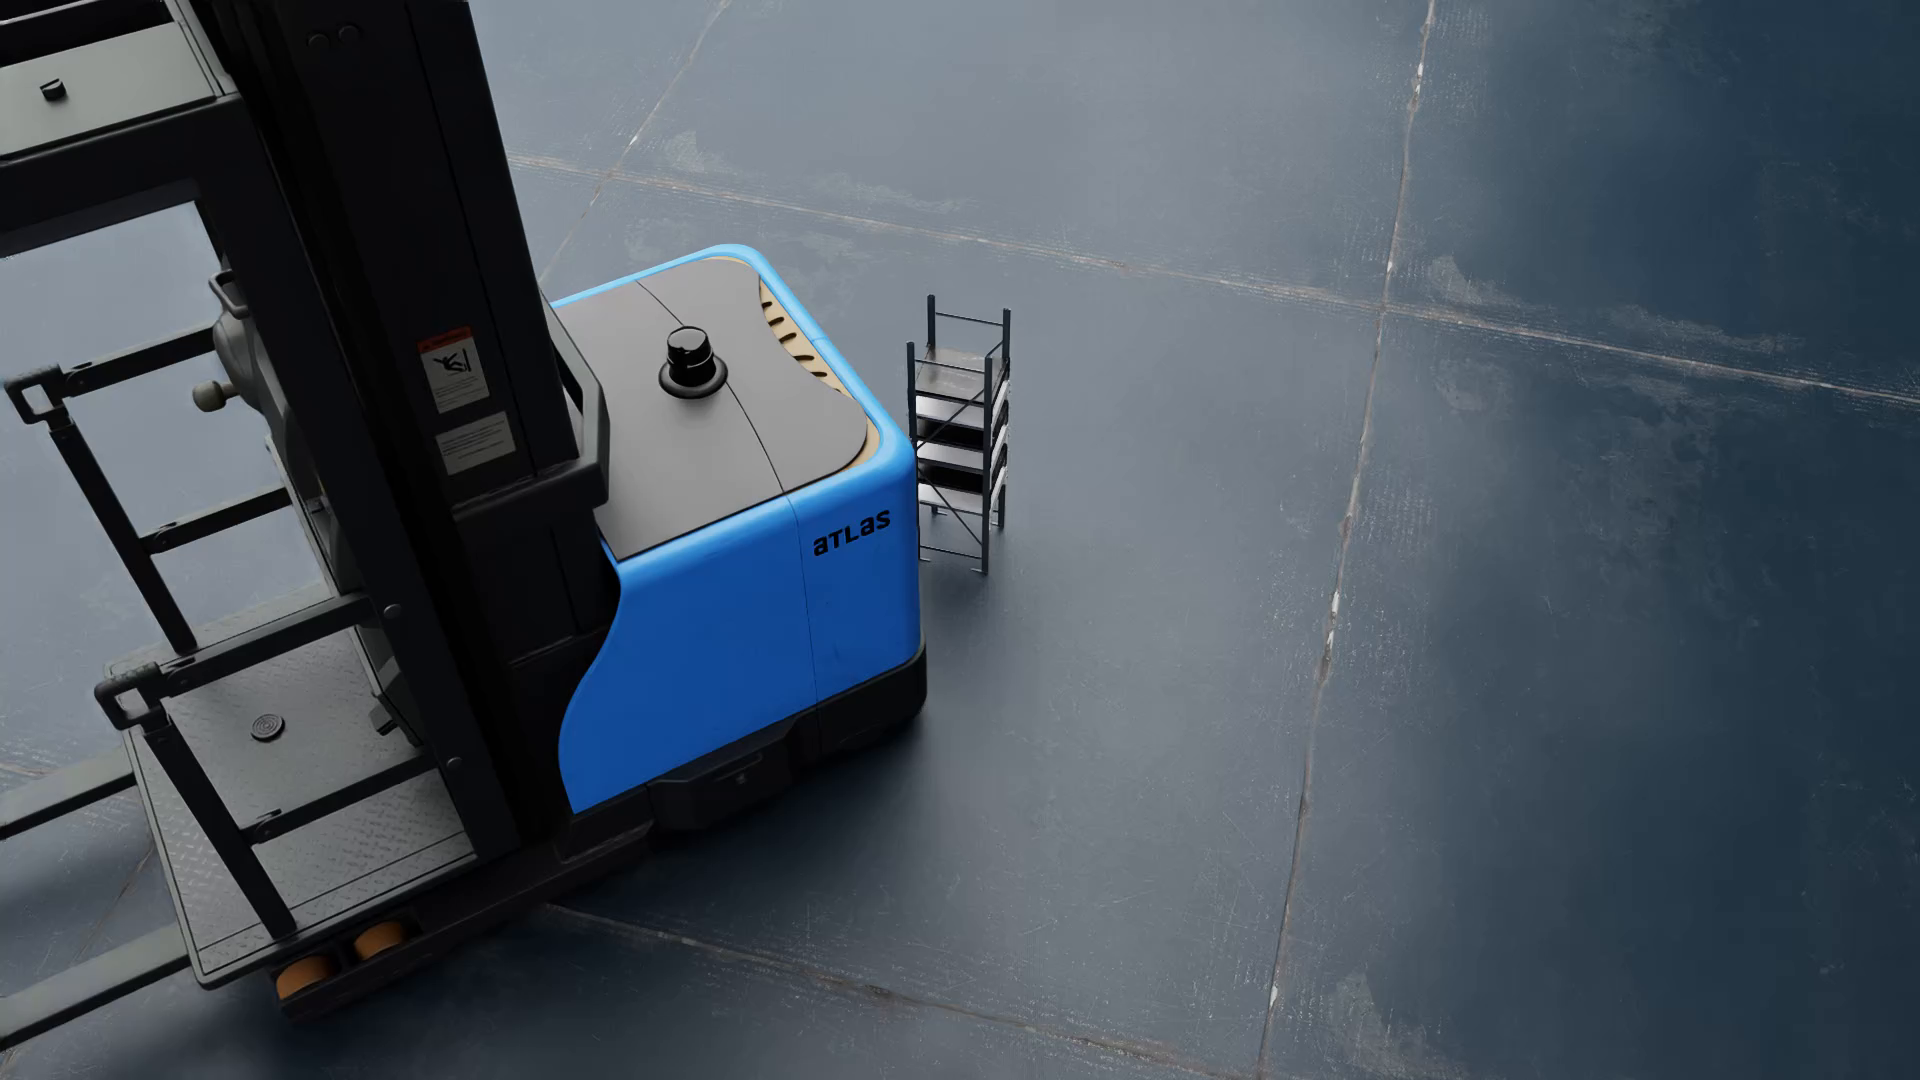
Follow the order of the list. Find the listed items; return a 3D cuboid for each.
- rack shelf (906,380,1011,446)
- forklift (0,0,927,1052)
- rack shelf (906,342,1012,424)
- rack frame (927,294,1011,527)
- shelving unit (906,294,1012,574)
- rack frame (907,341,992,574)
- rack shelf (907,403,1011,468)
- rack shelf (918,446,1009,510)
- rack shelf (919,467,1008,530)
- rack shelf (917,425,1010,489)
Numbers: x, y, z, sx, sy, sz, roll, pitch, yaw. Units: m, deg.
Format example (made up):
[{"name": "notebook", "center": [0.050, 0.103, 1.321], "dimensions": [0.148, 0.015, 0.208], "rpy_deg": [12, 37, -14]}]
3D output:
[{"name": "rack shelf", "center": [-0.002, -0.389, 4.797], "dimensions": [0.258, 0.077, 0.200], "rpy_deg": [12, 50, 10]}, {"name": "forklift", "center": [-1.628, -0.227, 3.495], "dimensions": [3.031, 2.935, 1.130], "rpy_deg": [-24, 53, -19]}, {"name": "rack shelf", "center": [-0.002, -0.449, 4.730], "dimensions": [0.258, 0.077, 0.200], "rpy_deg": [12, 50, 10]}, {"name": "rack frame", "center": [0.025, -0.365, 4.972], "dimensions": [0.240, 0.900, 0.006], "rpy_deg": [12, 50, 10]}, {"name": "shelving unit", "center": [-0.002, -0.292, 4.907], "dimensions": [0.258, 0.900, 0.210], "rpy_deg": [12, 50, 10]}, {"name": "rack frame", "center": [-0.029, -0.218, 4.843], "dimensions": [0.240, 0.900, 0.006], "rpy_deg": [12, 50, 10]}, {"name": "rack shelf", "center": [-0.002, -0.329, 4.865], "dimensions": [0.258, 0.077, 0.200], "rpy_deg": [12, 50, 10]}, {"name": "rack shelf", "center": [-0.002, -0.210, 5.000], "dimensions": [0.258, 0.077, 0.200], "rpy_deg": [12, 50, 10]}, {"name": "rack shelf", "center": [-0.002, -0.151, 5.067], "dimensions": [0.258, 0.077, 0.200], "rpy_deg": [12, 50, 10]}, {"name": "rack shelf", "center": [-0.002, -0.270, 4.932], "dimensions": [0.258, 0.077, 0.200], "rpy_deg": [12, 50, 10]}]
